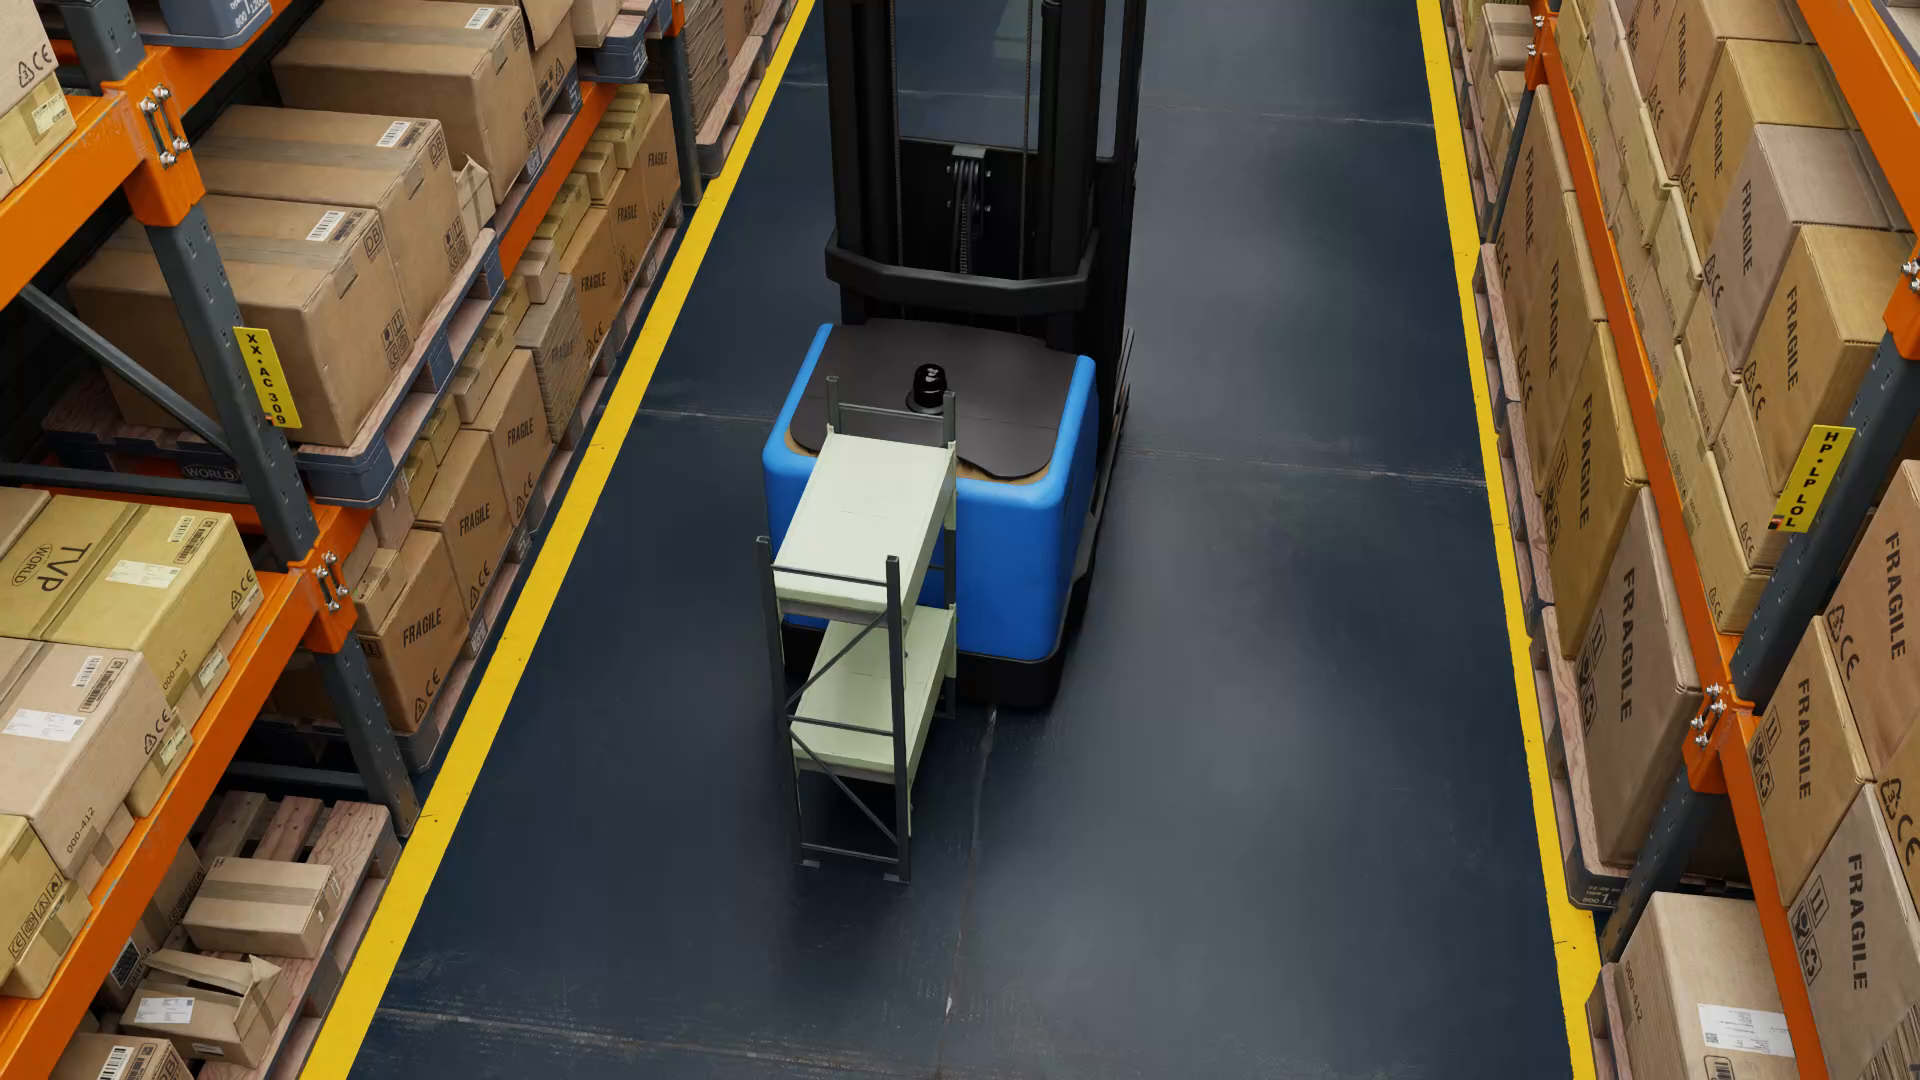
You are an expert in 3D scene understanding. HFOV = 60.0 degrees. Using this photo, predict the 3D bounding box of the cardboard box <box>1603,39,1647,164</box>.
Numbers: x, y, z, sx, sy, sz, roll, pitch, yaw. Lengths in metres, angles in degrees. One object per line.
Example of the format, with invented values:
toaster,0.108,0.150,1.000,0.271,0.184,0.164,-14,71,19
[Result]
cardboard box,2.622,-1.546,5.947,0.500,0.250,0.500,5,44,5

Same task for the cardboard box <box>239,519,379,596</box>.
cardboard box,-2.117,0.030,5.361,0.380,0.149,0.250,5,44,5

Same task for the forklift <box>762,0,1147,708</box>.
forklift,8.655,0.478,3.965,19.036,3.140,5.327,8,44,9

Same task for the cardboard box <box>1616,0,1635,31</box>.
cardboard box,2.718,-2.179,6.070,0.500,0.500,0.500,5,44,6

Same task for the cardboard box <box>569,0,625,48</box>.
cardboard box,-1.657,-2.231,6.728,0.500,0.250,0.500,3,44,4

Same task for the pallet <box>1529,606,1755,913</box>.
pallet,2.580,0.773,5.780,1.003,0.211,1.213,5,44,6

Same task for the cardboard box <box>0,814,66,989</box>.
cardboard box,-2.324,0.842,3.572,0.500,0.250,0.500,5,44,5

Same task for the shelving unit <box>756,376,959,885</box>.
shelving unit,-0.287,0.322,5.319,0.431,1.500,0.755,8,44,9

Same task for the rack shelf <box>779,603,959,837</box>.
rack shelf,-0.287,0.559,5.543,0.431,0.370,0.720,8,44,9

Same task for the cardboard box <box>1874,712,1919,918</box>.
cardboard box,2.177,0.540,3.198,0.500,0.500,0.500,5,44,5

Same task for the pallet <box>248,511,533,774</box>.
pallet,-2.298,0.299,6.280,1.003,0.211,1.213,5,44,6

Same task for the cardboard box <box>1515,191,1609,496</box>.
cardboard box,2.786,-0.743,6.593,0.875,0.875,0.875,6,44,6

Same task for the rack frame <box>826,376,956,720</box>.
rack frame,-0.212,0.076,5.579,0.400,1.500,0.023,8,44,9

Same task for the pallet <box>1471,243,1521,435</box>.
pallet,2.903,-0.890,7.536,1.003,0.211,1.213,5,44,6

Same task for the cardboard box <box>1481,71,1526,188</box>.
cardboard box,3.166,-2.015,8.302,0.950,0.372,0.625,3,43,3

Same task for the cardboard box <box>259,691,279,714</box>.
cardboard box,-2.596,0.238,5.829,0.500,0.500,0.500,5,44,5

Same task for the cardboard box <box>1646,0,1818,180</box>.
cardboard box,2.564,-1.485,5.336,0.500,0.500,0.500,6,44,6

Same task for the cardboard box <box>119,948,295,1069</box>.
cardboard box,-2.197,1.335,4.842,0.396,0.266,0.258,7,44,7

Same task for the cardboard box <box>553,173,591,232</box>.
cardboard box,-1.817,-1.462,7.153,0.380,0.149,0.250,6,44,7

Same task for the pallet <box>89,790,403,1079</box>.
pallet,-2.459,1.325,5.197,1.003,0.211,1.213,5,44,6

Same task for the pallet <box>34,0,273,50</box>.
pallet,-2.212,-1.614,4.228,1.213,0.211,1.003,5,44,6

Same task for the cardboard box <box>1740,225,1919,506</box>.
cardboard box,2.363,-0.433,4.226,0.500,0.500,0.500,7,44,7

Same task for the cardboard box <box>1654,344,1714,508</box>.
cardboard box,2.431,-0.328,5.024,0.500,0.250,0.500,5,44,5

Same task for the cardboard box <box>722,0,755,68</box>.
cardboard box,-1.664,-3.042,9.202,0.875,0.625,0.625,7,44,7

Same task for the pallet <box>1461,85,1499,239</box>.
pallet,3.187,-1.953,8.659,1.003,0.211,1.213,5,44,6

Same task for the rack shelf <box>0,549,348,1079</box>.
rack shelf,-2.632,1.469,3.540,1.077,0.370,4.000,5,44,6

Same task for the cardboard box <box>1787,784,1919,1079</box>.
cardboard box,2.161,0.896,3.550,0.500,0.500,0.500,5,44,6

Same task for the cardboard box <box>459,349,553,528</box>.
cardboard box,-1.950,-0.413,6.517,0.500,0.500,0.500,4,44,4

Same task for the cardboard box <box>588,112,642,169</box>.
cardboard box,-1.658,-1.813,7.524,0.380,0.149,0.250,3,44,3

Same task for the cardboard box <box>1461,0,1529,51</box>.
cardboard box,3.362,-3.035,9.380,0.950,0.372,0.625,7,44,7

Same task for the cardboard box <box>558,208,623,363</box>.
cardboard box,-1.825,-1.121,7.265,0.500,0.500,0.500,7,44,7

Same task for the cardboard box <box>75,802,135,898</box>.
cardboard box,-2.244,0.711,4.000,0.380,0.149,0.250,6,44,7

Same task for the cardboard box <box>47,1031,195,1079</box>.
cardboard box,-2.433,1.631,4.358,0.700,0.500,0.500,4,44,4

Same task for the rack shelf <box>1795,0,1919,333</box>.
rack shelf,2.817,-1.898,4.914,1.077,0.370,4.000,5,44,6

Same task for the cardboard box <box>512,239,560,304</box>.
cardboard box,-1.856,-1.101,6.772,0.380,0.149,0.250,3,44,4

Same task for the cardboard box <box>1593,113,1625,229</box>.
cardboard box,2.642,-1.359,6.113,0.500,0.250,0.500,7,44,7

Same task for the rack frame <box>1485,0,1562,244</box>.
rack frame,3.082,-2.433,7.138,1.000,3.000,0.127,5,44,6

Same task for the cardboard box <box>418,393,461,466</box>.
cardboard box,-2.051,-0.416,6.048,0.380,0.149,0.250,5,44,5

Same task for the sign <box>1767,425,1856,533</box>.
sign,2.014,-0.141,3.933,0.100,0.325,0.005,5,44,6

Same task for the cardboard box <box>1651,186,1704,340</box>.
cardboard box,2.491,-0.851,5.213,0.500,0.250,0.500,6,44,7

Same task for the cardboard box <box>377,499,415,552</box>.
cardboard box,-2.097,-0.052,5.664,0.380,0.149,0.250,4,44,4

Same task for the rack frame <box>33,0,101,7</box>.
rack frame,-2.368,-2.334,2.670,1.000,3.000,0.127,5,44,6

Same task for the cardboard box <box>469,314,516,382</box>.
cardboard box,-1.946,-0.752,6.403,0.380,0.149,0.250,7,44,7

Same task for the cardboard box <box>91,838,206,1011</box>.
cardboard box,-2.689,1.097,5.060,0.500,0.311,0.500,7,44,7

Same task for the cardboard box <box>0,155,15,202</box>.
cardboard box,-2.158,-0.715,3.324,0.380,0.149,0.250,5,44,5

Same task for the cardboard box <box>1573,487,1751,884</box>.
cardboard box,2.556,0.483,5.299,0.875,0.875,0.875,6,44,7

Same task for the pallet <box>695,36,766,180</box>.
pallet,-1.691,-2.426,9.159,1.003,0.211,1.213,5,44,6

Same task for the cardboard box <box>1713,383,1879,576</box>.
cardboard box,2.370,-0.156,4.479,0.500,0.250,0.500,5,44,5

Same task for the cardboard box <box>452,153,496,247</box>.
cardboard box,-1.804,-1.171,5.597,0.396,0.266,0.258,7,44,8

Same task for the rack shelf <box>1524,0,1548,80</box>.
rack shelf,3.346,-3.535,8.825,1.077,0.370,4.000,5,44,6

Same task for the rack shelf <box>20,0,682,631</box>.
rack shelf,-2.103,-1.257,6.419,1.077,0.370,4.000,5,44,6

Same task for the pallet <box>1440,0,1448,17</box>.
pallet,3.509,-3.616,10.415,1.003,0.211,1.213,5,44,6

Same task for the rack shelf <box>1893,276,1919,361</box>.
rack shelf,2.289,0.828,2.035,1.077,0.370,4.000,5,44,6

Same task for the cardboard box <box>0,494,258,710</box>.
cardboard box,-2.193,0.160,4.292,0.500,0.250,0.500,6,44,7
